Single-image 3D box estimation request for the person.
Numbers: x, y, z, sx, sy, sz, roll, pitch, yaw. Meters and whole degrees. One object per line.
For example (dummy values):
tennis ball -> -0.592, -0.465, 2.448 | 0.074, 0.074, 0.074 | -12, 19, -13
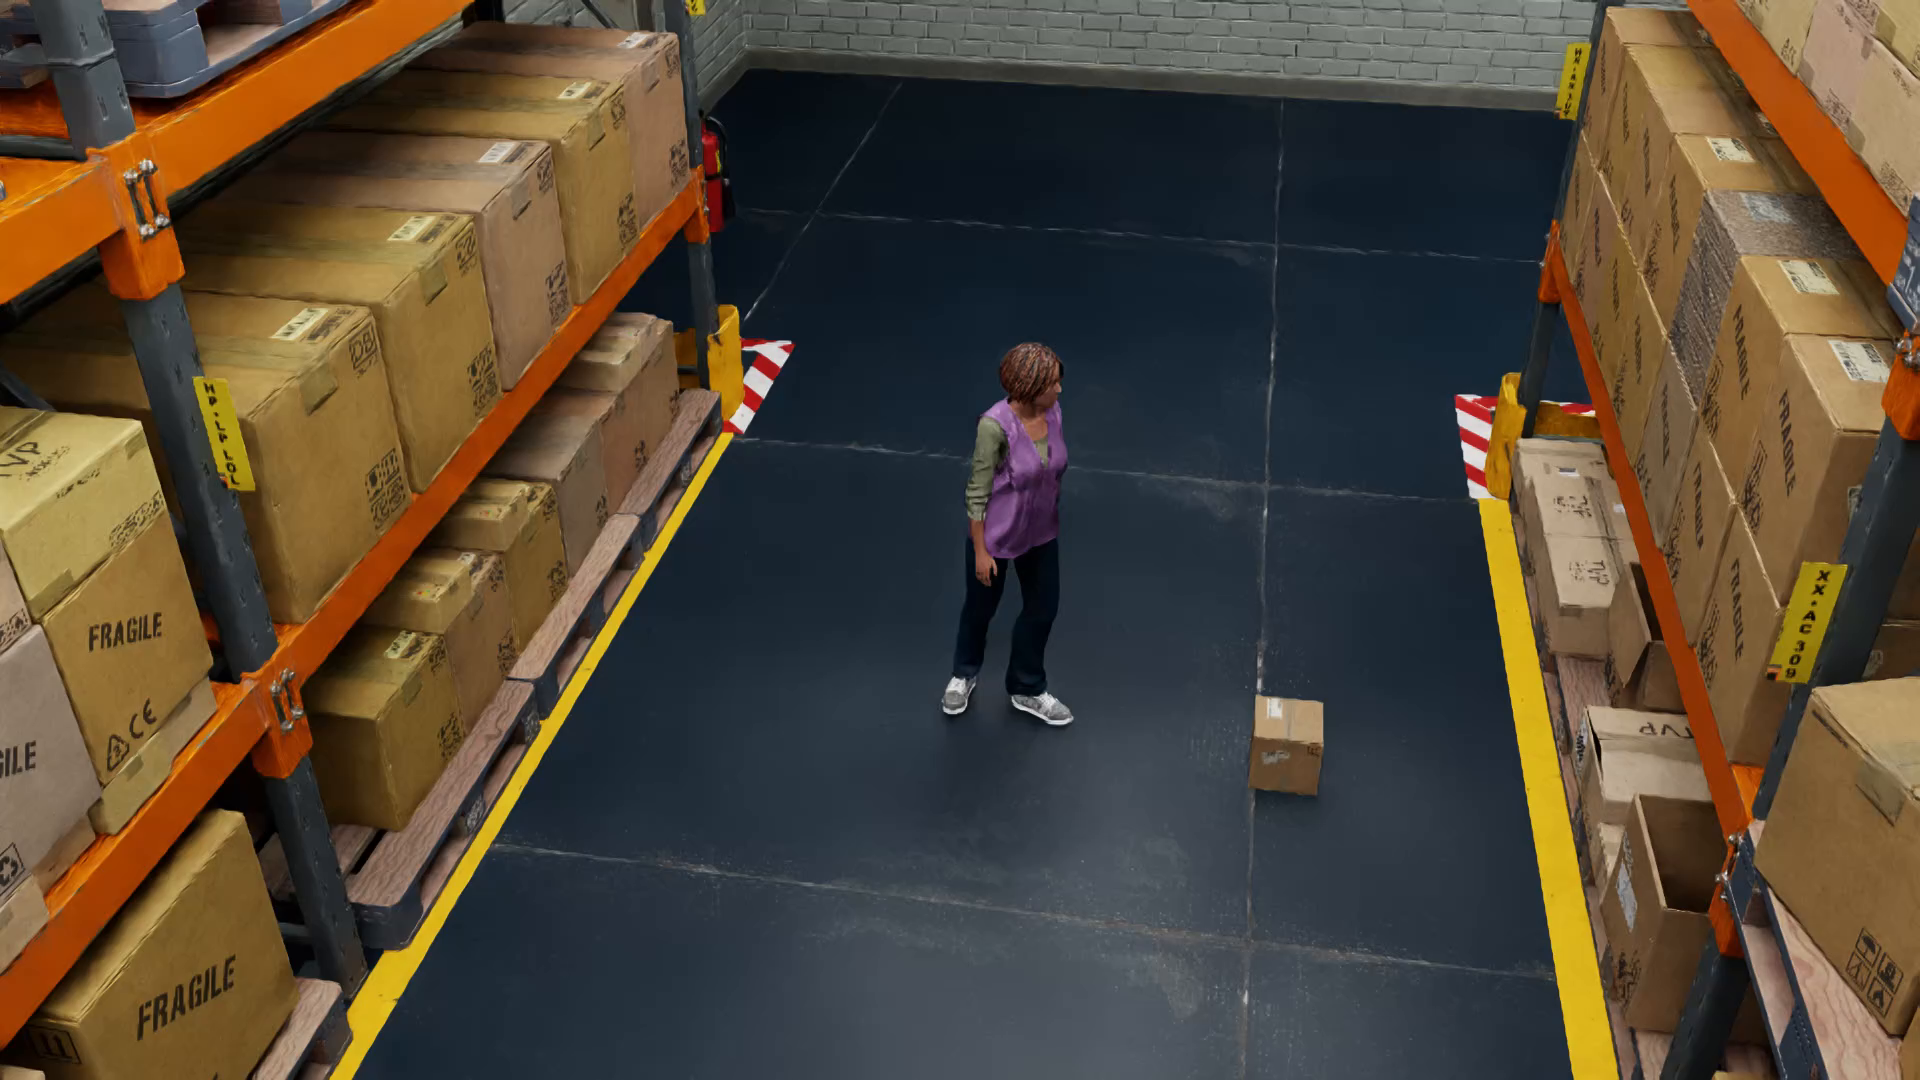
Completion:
person -> 0.181, -0.006, 6.155 | 0.479, 1.596, 0.487 | -22, 39, -30
